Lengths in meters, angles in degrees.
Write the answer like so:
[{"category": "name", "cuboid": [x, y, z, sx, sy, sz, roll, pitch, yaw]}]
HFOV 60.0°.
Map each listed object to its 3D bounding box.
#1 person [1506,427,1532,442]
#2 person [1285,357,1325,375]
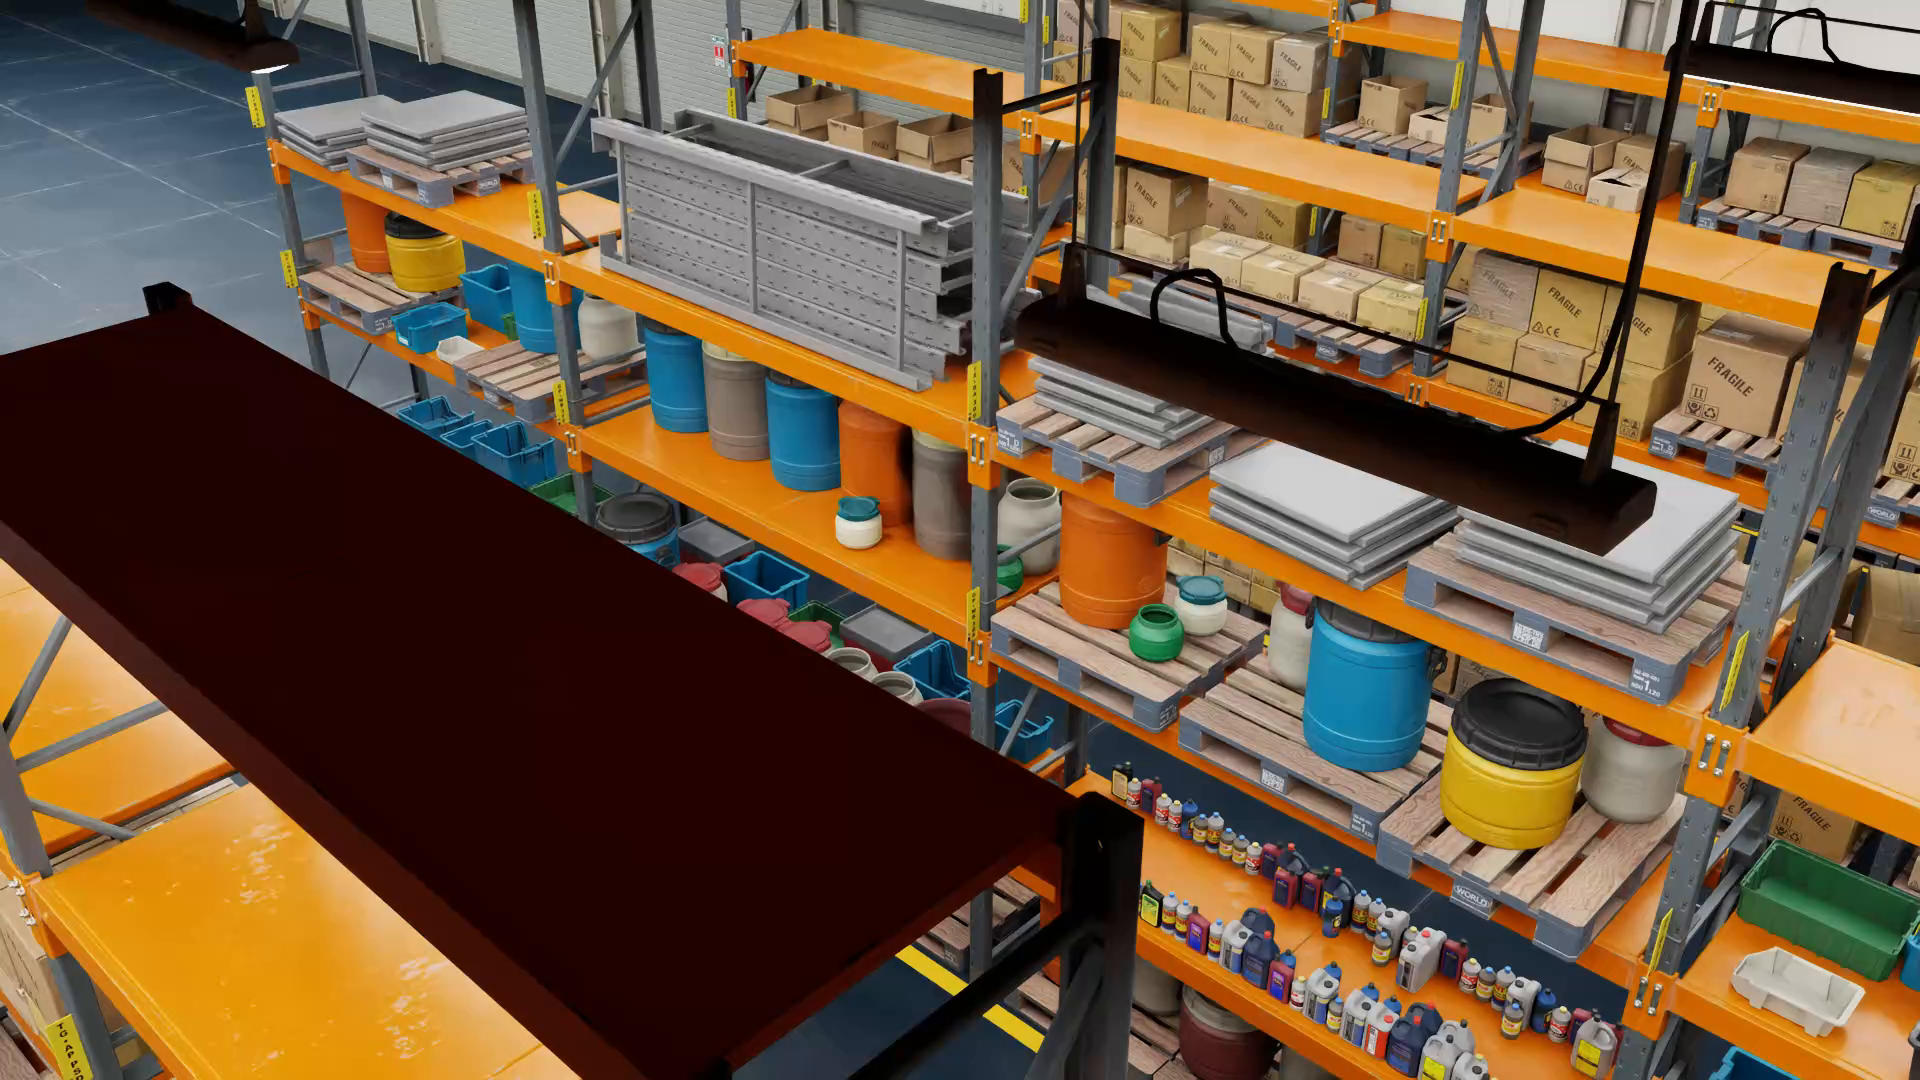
[{"category": "person", "cuboid": [4.935, -0.399, 15.199, 0.706, 1.776, 0.541, 10, 31, 17]}, {"category": "person", "cuboid": [3.671, -1.767, 17.694, 0.452, 1.667, 0.504, -12, 32, -21]}]
